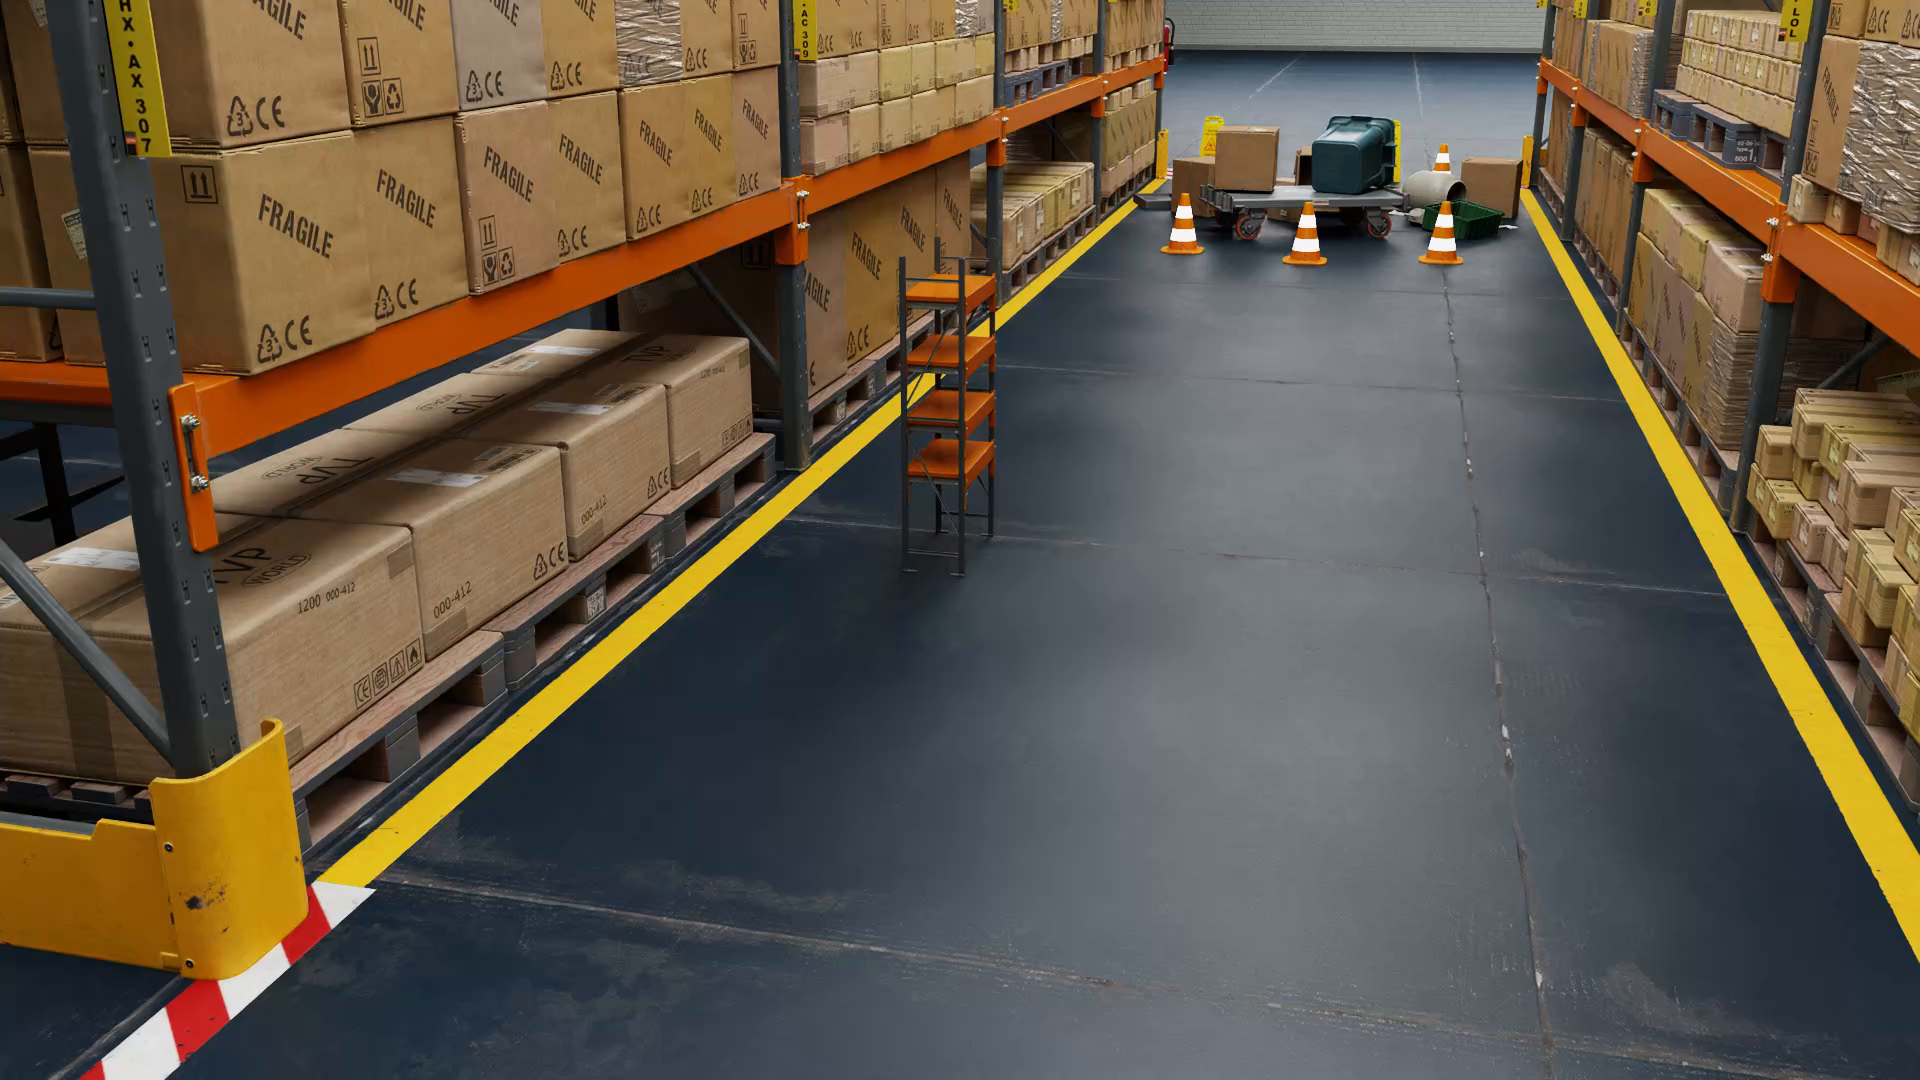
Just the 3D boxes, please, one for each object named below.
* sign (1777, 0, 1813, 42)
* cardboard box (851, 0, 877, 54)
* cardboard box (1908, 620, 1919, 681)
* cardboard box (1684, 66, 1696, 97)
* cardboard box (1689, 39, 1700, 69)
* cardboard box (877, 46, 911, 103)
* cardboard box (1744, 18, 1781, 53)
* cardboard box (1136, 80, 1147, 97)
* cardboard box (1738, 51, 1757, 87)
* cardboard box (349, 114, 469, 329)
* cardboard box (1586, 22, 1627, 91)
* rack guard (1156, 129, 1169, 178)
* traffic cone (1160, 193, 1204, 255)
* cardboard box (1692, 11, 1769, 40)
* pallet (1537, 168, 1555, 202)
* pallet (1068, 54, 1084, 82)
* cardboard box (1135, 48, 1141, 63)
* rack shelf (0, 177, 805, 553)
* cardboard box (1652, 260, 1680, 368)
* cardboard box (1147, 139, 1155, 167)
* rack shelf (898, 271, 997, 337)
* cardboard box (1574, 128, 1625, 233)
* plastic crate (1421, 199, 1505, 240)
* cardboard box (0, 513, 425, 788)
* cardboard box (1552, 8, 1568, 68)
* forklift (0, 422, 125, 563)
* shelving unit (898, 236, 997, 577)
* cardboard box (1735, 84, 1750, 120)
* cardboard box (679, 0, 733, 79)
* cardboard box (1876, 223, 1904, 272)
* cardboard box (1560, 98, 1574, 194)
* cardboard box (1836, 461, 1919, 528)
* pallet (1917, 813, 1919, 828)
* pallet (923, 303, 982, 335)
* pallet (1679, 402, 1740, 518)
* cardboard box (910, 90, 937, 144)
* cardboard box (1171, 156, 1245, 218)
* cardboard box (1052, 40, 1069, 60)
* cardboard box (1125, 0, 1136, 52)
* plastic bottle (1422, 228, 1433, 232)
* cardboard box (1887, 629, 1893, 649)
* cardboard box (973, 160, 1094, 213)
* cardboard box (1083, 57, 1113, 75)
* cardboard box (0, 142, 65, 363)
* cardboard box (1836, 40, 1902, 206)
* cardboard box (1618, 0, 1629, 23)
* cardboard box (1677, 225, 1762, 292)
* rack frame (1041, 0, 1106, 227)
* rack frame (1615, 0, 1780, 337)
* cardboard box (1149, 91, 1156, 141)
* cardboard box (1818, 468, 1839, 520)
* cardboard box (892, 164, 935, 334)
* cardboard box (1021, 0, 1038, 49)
[{"bbox_3d":[3.097,-2.009,6.137,0.100,0.325,0.005,5,19,13],"label":"sign"},{"bbox_3d":[-0.705,-2.575,7.883,0.500,0.500,0.500,5,19,13],"label":"cardboard box"},{"bbox_3d":[2.750,0.331,4.379,0.380,0.149,0.250,5,19,14],"label":"cardboard box"},{"bbox_3d":[4.243,-2.543,9.232,0.380,0.149,0.250,6,20,16],"label":"cardboard box"},{"bbox_3d":[4.236,-2.672,9.147,0.380,0.149,0.250,6,20,16],"label":"cardboard box"},{"bbox_3d":[-0.559,-2.380,8.474,0.500,0.250,0.500,5,19,14],"label":"cardboard box"},{"bbox_3d":[3.864,-2.329,7.685,0.380,0.149,0.250,4,19,11],"label":"cardboard box"},{"bbox_3d":[1.711,-4.627,17.035,0.380,0.149,0.250,5,19,14],"label":"cardboard box"},{"bbox_3d":[3.860,-2.193,7.745,0.380,0.149,0.250,5,19,14],"label":"cardboard box"},{"bbox_3d":[-1.674,-0.859,4.408,0.500,0.500,0.500,4,19,13],"label":"cardboard box"},{"bbox_3d":[5.079,-3.671,12.640,0.500,0.500,0.500,5,19,14],"label":"cardboard box"},{"bbox_3d":[1.725,-4.332,18.597,1.175,0.500,0.348,5,19,13],"label":"rack guard"},{"bbox_3d":[1.821,-2.585,13.540,0.336,0.463,0.334,5,19,13],"label":"traffic cone"},{"bbox_3d":[4.249,-2.819,9.119,0.380,0.149,0.250,4,19,12],"label":"cardboard box"},{"bbox_3d":[6.448,-3.603,16.909,1.003,0.211,1.213,5,19,13],"label":"pallet"},{"bbox_3d":[0.438,-3.966,13.955,1.003,0.211,1.213,5,19,13],"label":"pallet"},{"bbox_3d":[1.615,-4.879,16.720,0.380,0.149,0.250,4,19,13],"label":"cardboard box"},{"bbox_3d":[-1.677,-0.810,5.532,1.077,0.370,4.000,5,19,13],"label":"rack shelf"},{"bbox_3d":[3.953,-1.167,8.681,0.500,0.500,0.500,4,19,12],"label":"cardboard box"},{"bbox_3d":[1.801,-4.154,17.813,0.500,0.250,0.500,5,19,13],"label":"cardboard box"},{"bbox_3d":[-0.040,-0.888,6.215,0.258,0.148,0.480,5,19,13],"label":"rack shelf"},{"bbox_3d":[5.526,-2.858,13.245,1.050,0.750,0.750,5,19,13],"label":"cardboard box"},{"bbox_3d":[4.363,-2.780,14.447,0.450,0.188,0.662,29,33,36],"label":"plastic crate"},{"bbox_3d":[-2.102,0.275,4.555,0.875,0.438,0.875,4,19,12],"label":"cardboard box"},{"bbox_3d":[6.149,-4.791,15.841,0.875,0.550,0.550,5,19,13],"label":"cardboard box"},{"bbox_3d":[-3.494,-0.976,5.011,1.130,2.935,3.031,5,19,14],"label":"forklift"},{"bbox_3d":[-0.040,-0.516,6.342,0.258,1.200,0.503,5,19,13],"label":"shelving unit"},{"bbox_3d":[3.856,-2.047,7.778,0.380,0.149,0.250,6,20,16],"label":"cardboard box"},{"bbox_3d":[-1.168,-1.970,6.112,0.500,0.500,0.500,4,19,13],"label":"cardboard box"},{"bbox_3d":[3.047,-0.903,5.080,0.380,0.149,0.250,5,19,14],"label":"cardboard box"},{"bbox_3d":[6.029,-3.593,15.204,0.875,0.875,0.875,5,19,14],"label":"cardboard box"},{"bbox_3d":[3.029,-0.136,5.285,0.380,0.149,0.250,5,20,15],"label":"cardboard box"},{"bbox_3d":[2.910,0.880,3.786,1.003,0.211,1.213,5,19,13],"label":"pallet"},{"bbox_3d":[-0.477,-1.470,10.666,1.003,0.211,1.213,5,19,13],"label":"pallet"},{"bbox_3d":[3.825,-0.343,7.364,1.003,0.211,1.213,5,19,13],"label":"pallet"},{"bbox_3d":[-0.428,-2.301,9.016,0.500,0.250,0.500,4,19,12],"label":"cardboard box"},{"bbox_3d":[2.347,-3.331,15.664,0.500,0.500,0.500,-13,23,-34],"label":"cardboard box"},{"bbox_3d":[0.645,-3.863,13.096,0.380,0.149,0.250,5,19,13],"label":"cardboard box"},{"bbox_3d":[1.379,-4.904,15.790,0.500,0.500,0.500,4,19,13],"label":"cardboard box"},{"bbox_3d":[4.195,-2.741,14.617,0.133,0.061,0.283,-5,20,-15],"label":"plastic bottle"},{"bbox_3d":[2.968,0.319,4.873,0.380,0.149,0.250,5,20,15],"label":"cardboard box"},{"bbox_3d":[0.640,-3.075,14.467,0.950,0.372,0.625,5,19,14],"label":"cardboard box"},{"bbox_3d":[1.154,-4.239,14.847,0.380,0.149,0.250,5,19,13],"label":"cardboard box"},{"bbox_3d":[-2.305,-0.743,4.068,0.500,0.500,0.500,5,19,14],"label":"cardboard box"},{"bbox_3d":[3.157,-1.315,5.283,0.500,0.500,0.500,5,19,13],"label":"cardboard box"},{"bbox_3d":[5.351,-4.129,12.433,0.700,0.500,0.500,4,19,12],"label":"cardboard box"},{"bbox_3d":[3.827,-1.369,8.113,0.500,0.250,0.500,4,19,11],"label":"cardboard box"},{"bbox_3d":[0.766,-4.285,14.592,1.000,3.000,0.127,5,19,13],"label":"rack frame"},{"bbox_3d":[4.613,-2.672,9.869,1.000,3.000,0.127,5,19,13],"label":"rack frame"},{"bbox_3d":[1.800,-4.519,17.722,0.500,0.500,0.500,5,19,14],"label":"cardboard box"},{"bbox_3d":[3.238,-0.155,5.800,0.380,0.149,0.250,5,19,13],"label":"cardboard box"},{"bbox_3d":[-0.683,-1.735,9.764,0.875,0.875,0.875,5,19,14],"label":"cardboard box"},{"bbox_3d":[0.243,-3.705,11.628,0.500,0.500,0.500,6,20,16],"label":"cardboard box"}]
